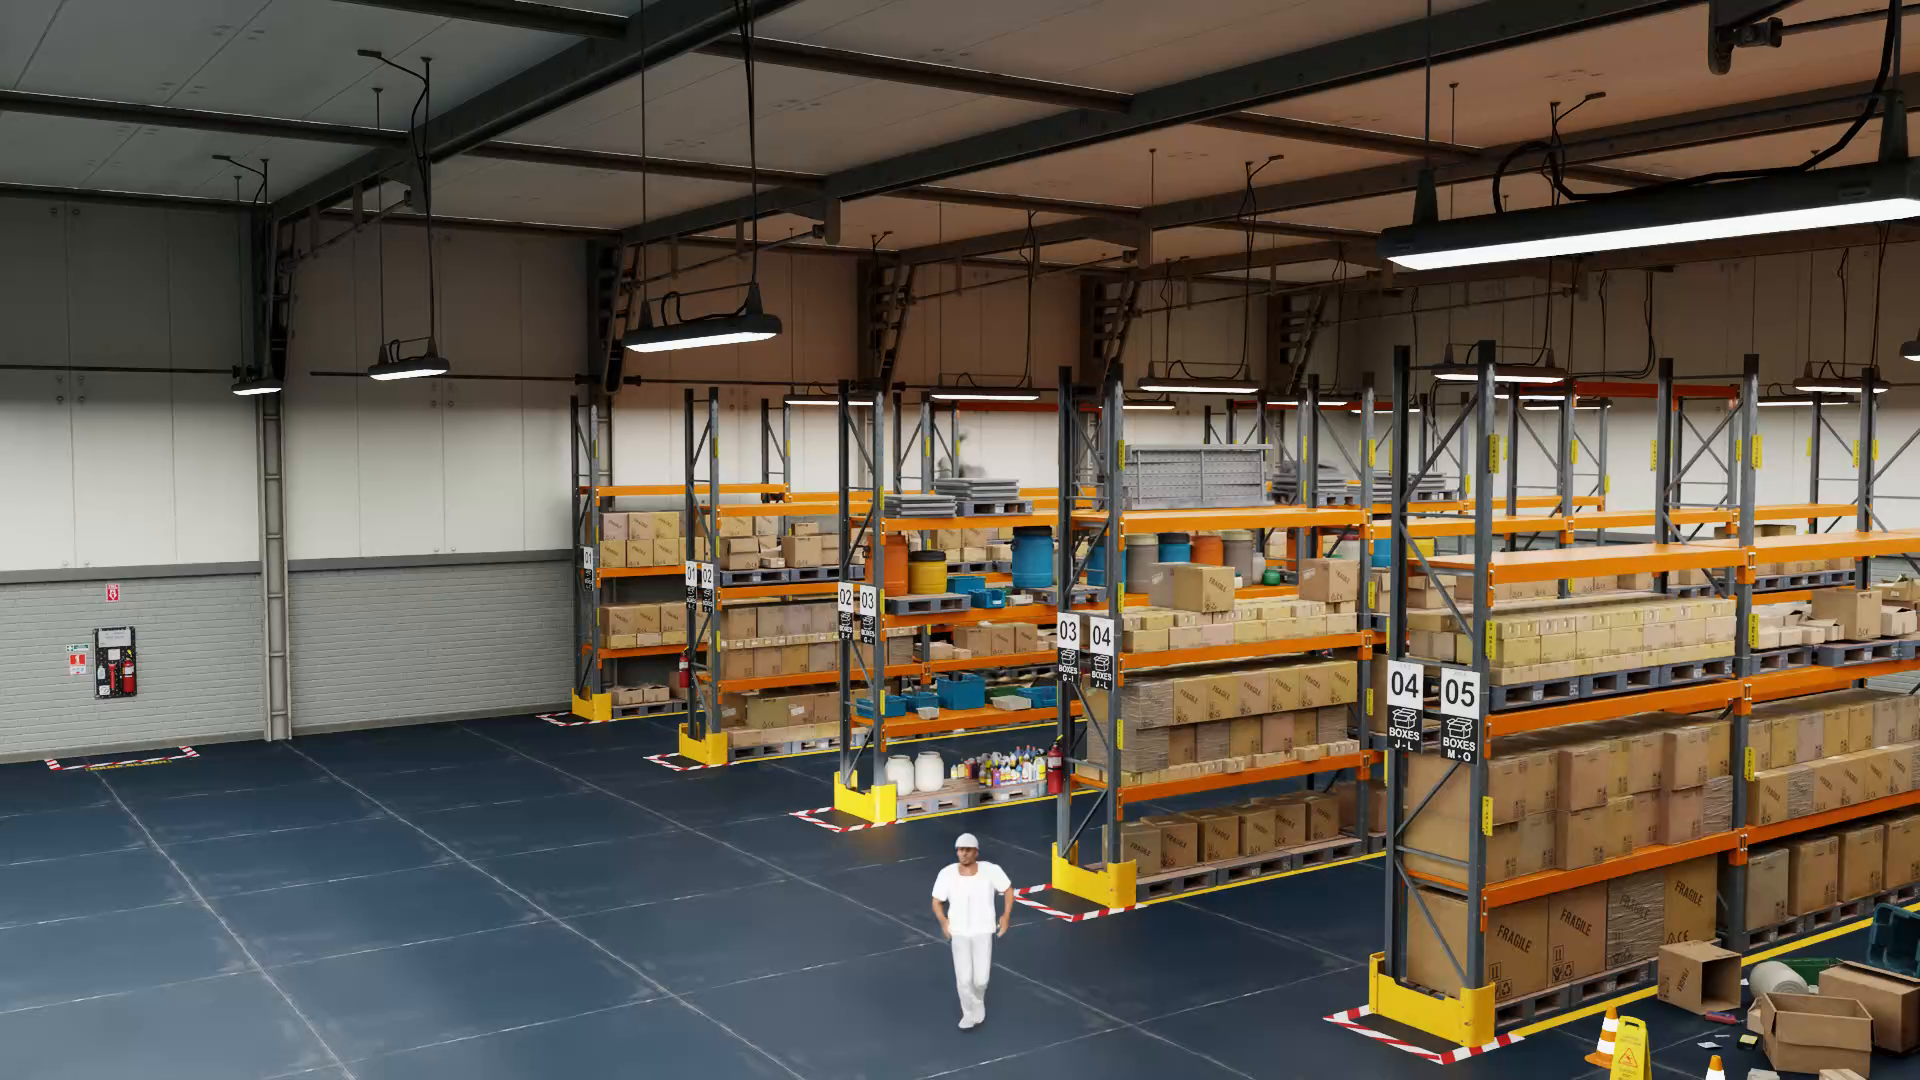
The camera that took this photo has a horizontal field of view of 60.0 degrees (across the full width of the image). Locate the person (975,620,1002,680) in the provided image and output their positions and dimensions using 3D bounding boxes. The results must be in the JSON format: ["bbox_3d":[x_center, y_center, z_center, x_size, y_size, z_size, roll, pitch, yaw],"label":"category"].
[{"bbox_3d":[0.526,2.117,32.124,0.621,1.691,0.626,-2,4,-29],"label":"person"}]

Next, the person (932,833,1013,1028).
[{"bbox_3d":[0.096,3.425,14.515,0.711,1.721,0.549,0,3,6],"label":"person"}]

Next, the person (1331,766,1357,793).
[{"bbox_3d":[5.735,2.834,24.447,0.656,1.748,0.704,-2,4,-35],"label":"person"}]
